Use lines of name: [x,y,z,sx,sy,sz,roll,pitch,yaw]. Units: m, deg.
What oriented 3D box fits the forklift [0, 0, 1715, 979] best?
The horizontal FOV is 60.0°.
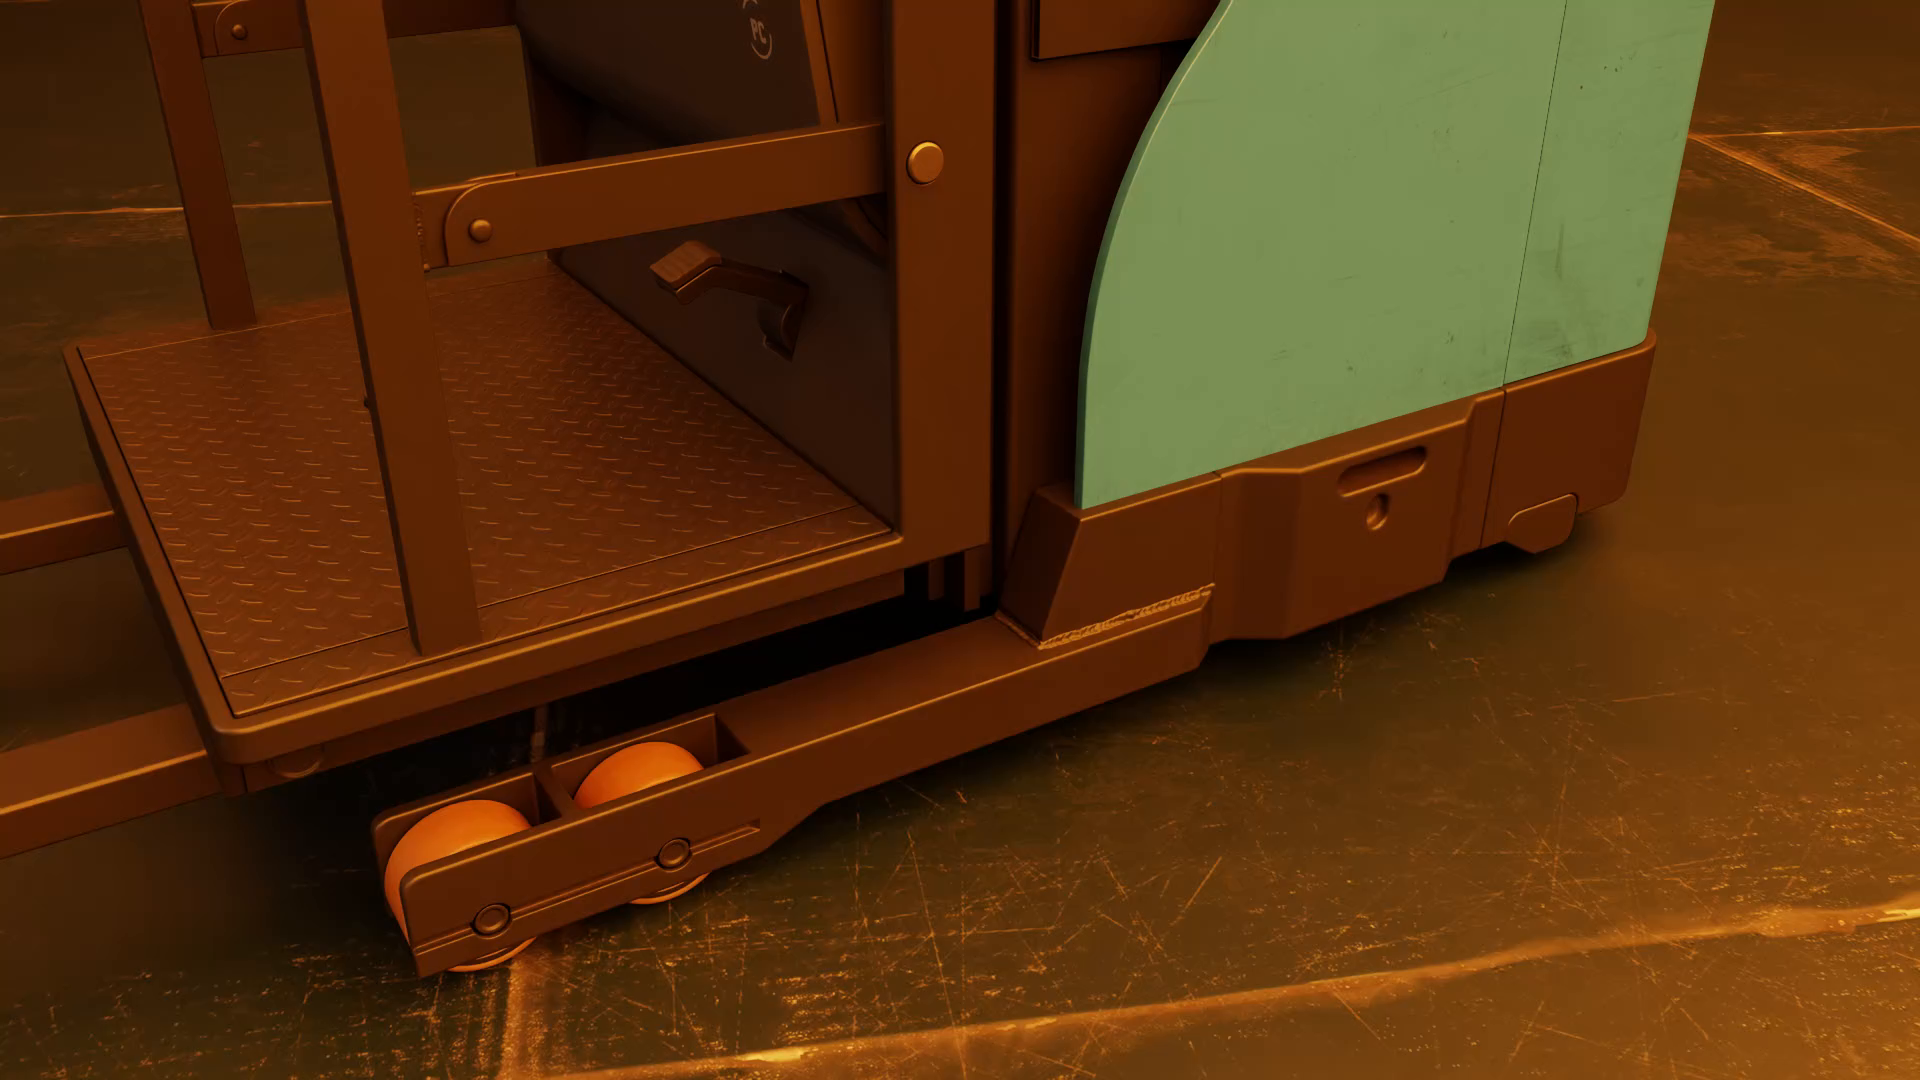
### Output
forklift: [-0.516,-1.144,1.529,3.031,2.935,1.130,-16,32,-28]
